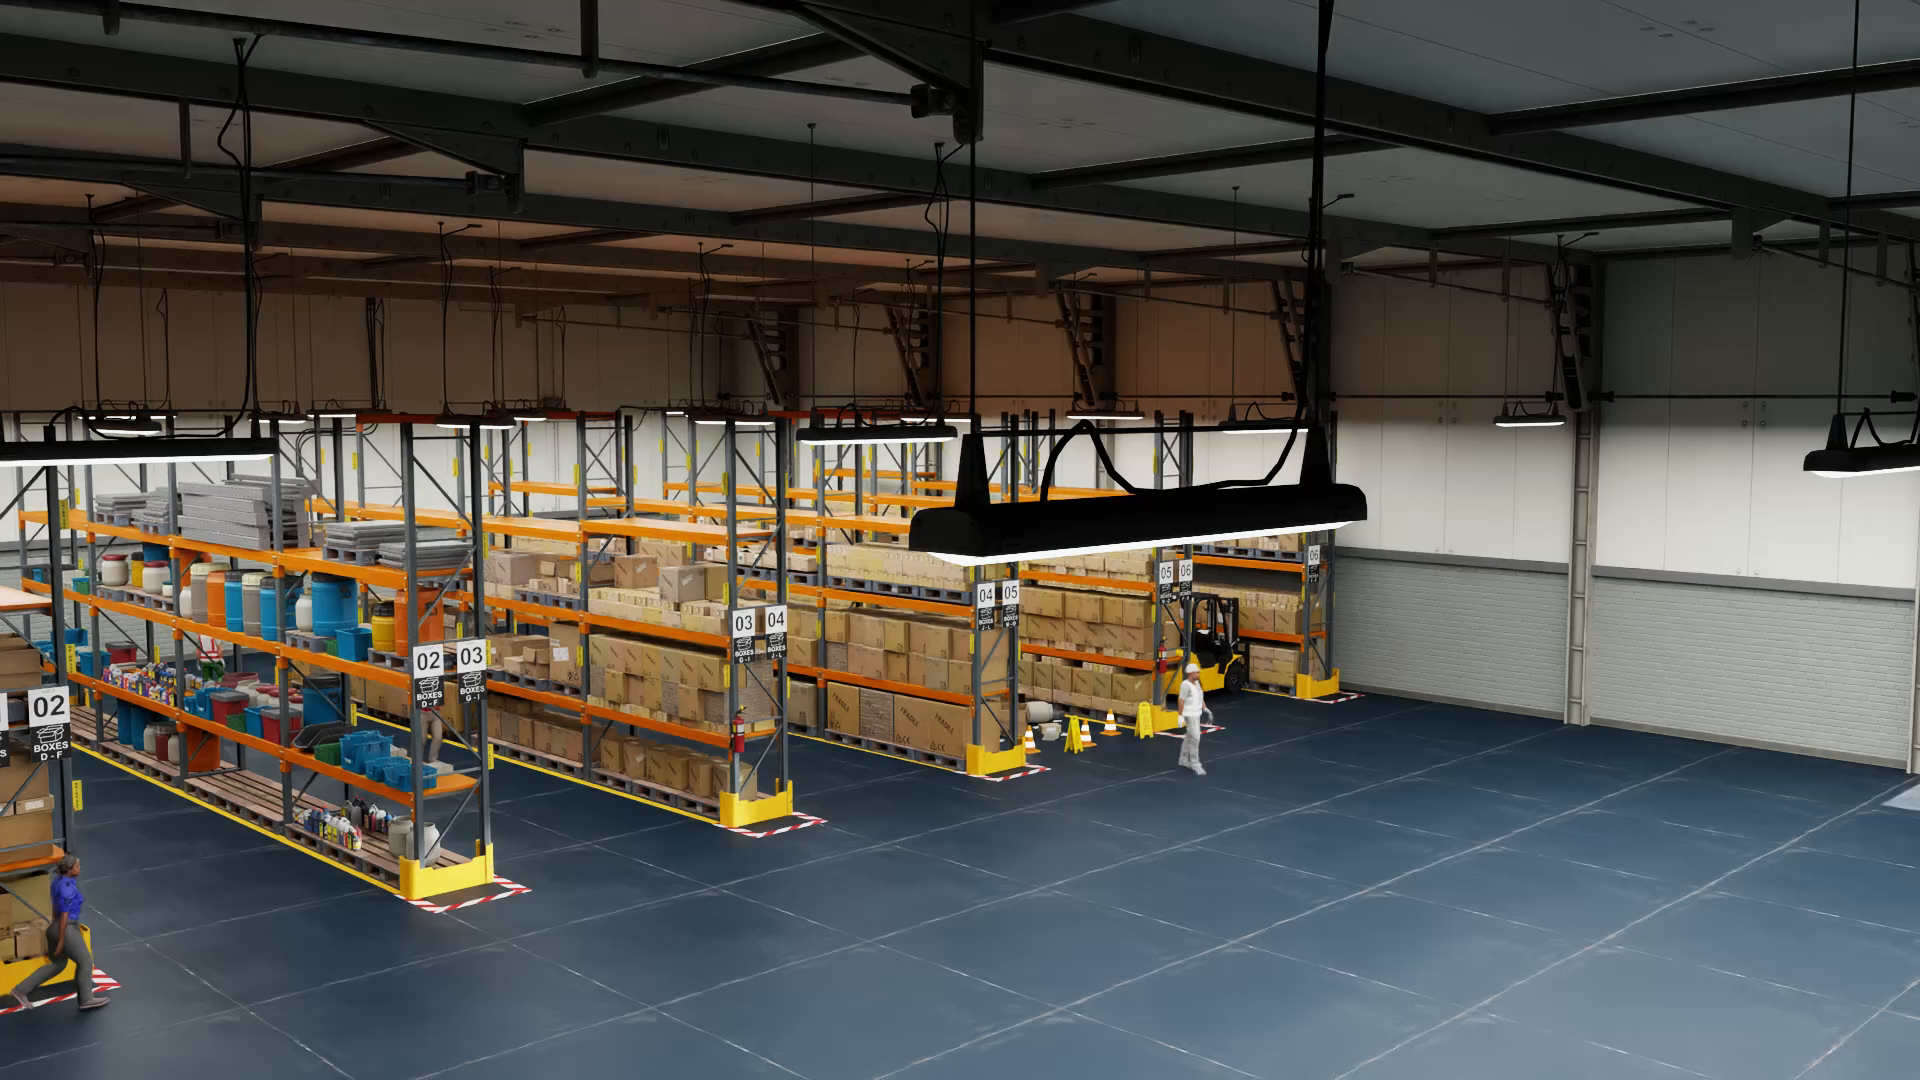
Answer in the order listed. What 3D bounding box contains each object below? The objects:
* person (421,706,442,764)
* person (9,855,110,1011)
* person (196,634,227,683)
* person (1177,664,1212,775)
[{"bbox_3d":[-9.030,3.057,28.246,0.682,1.757,0.616,4,7,41],"label":"person"},{"bbox_3d":[-9.244,4.030,17.025,0.887,1.613,0.457,-4,6,-37],"label":"person"},{"bbox_3d":[-15.324,2.490,33.988,0.587,1.789,0.497,0,5,5],"label":"person"},{"bbox_3d":[3.966,3.004,28.105,0.624,1.813,0.646,2,6,26],"label":"person"}]
